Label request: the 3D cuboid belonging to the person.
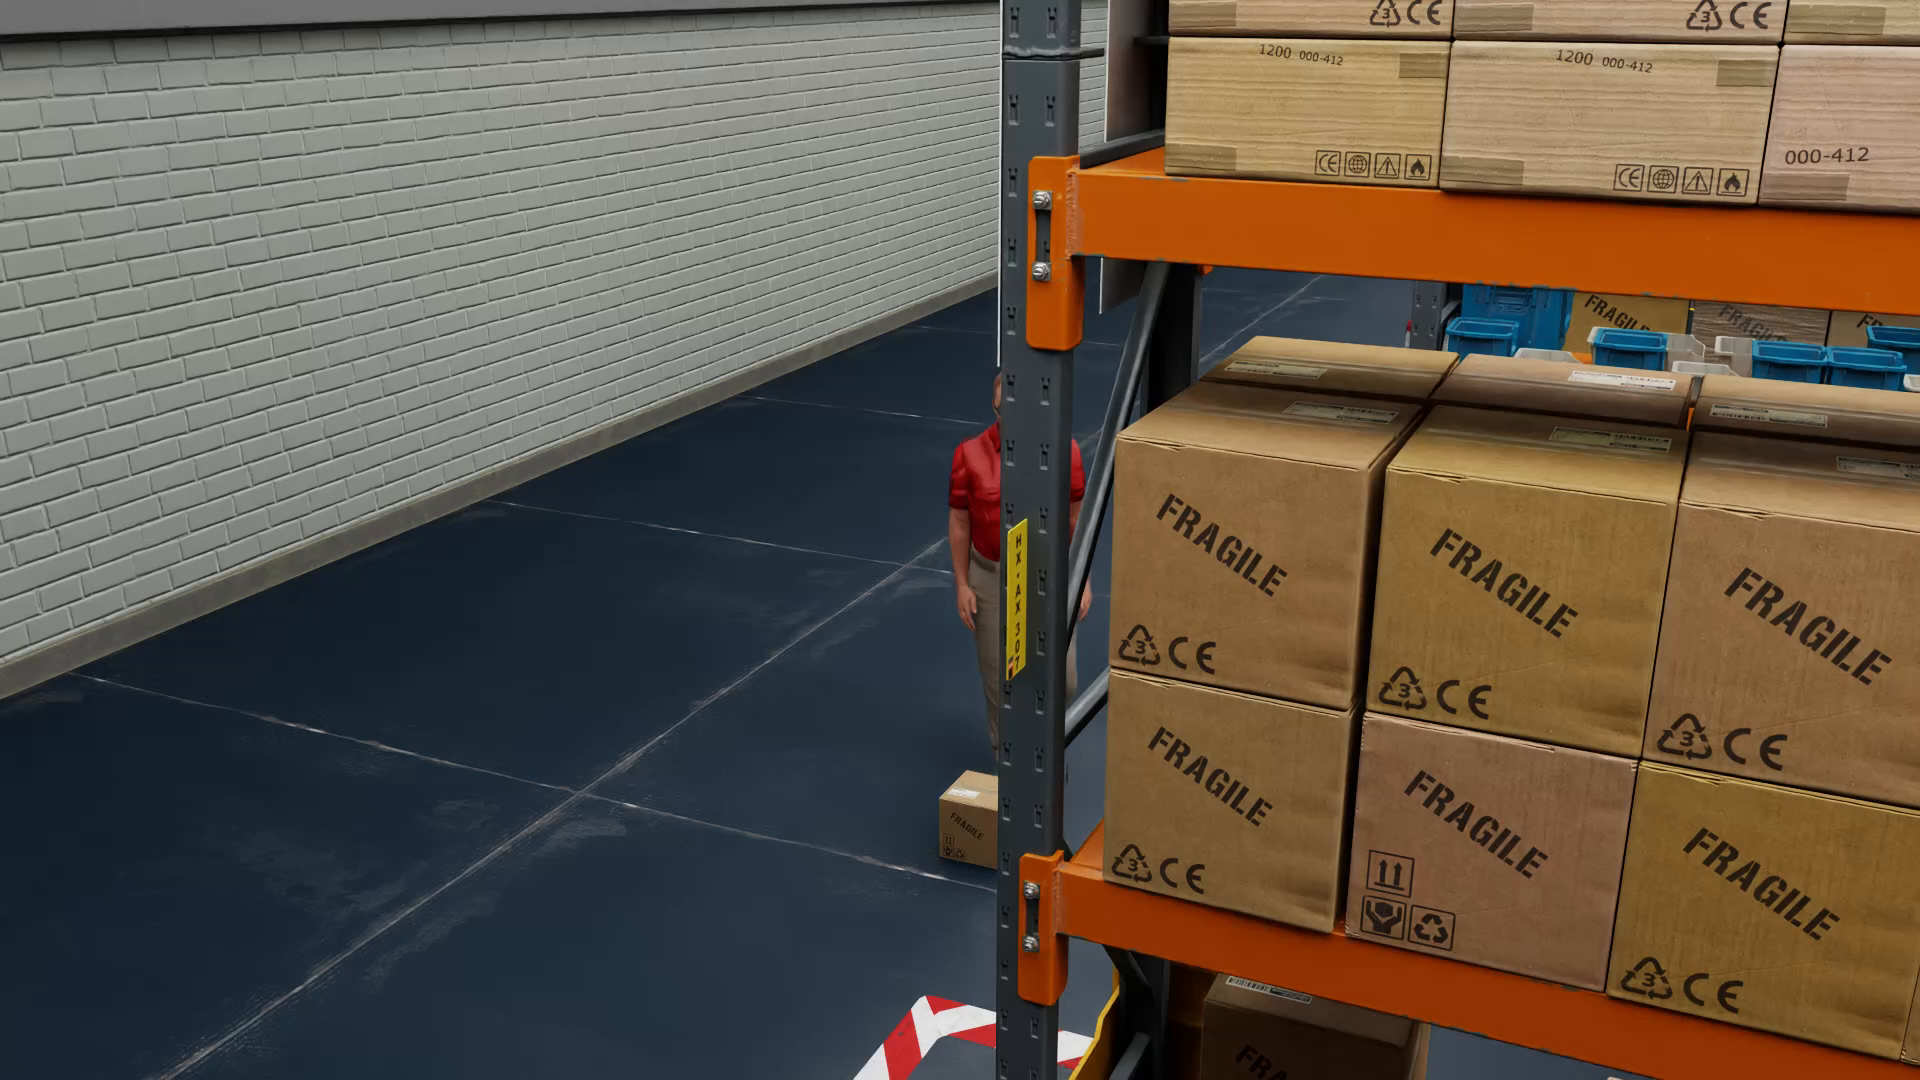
[{"bbox_3d":[0.242,0.189,6.532,0.436,1.569,0.395,-1,19,-3],"label":"person"}]
